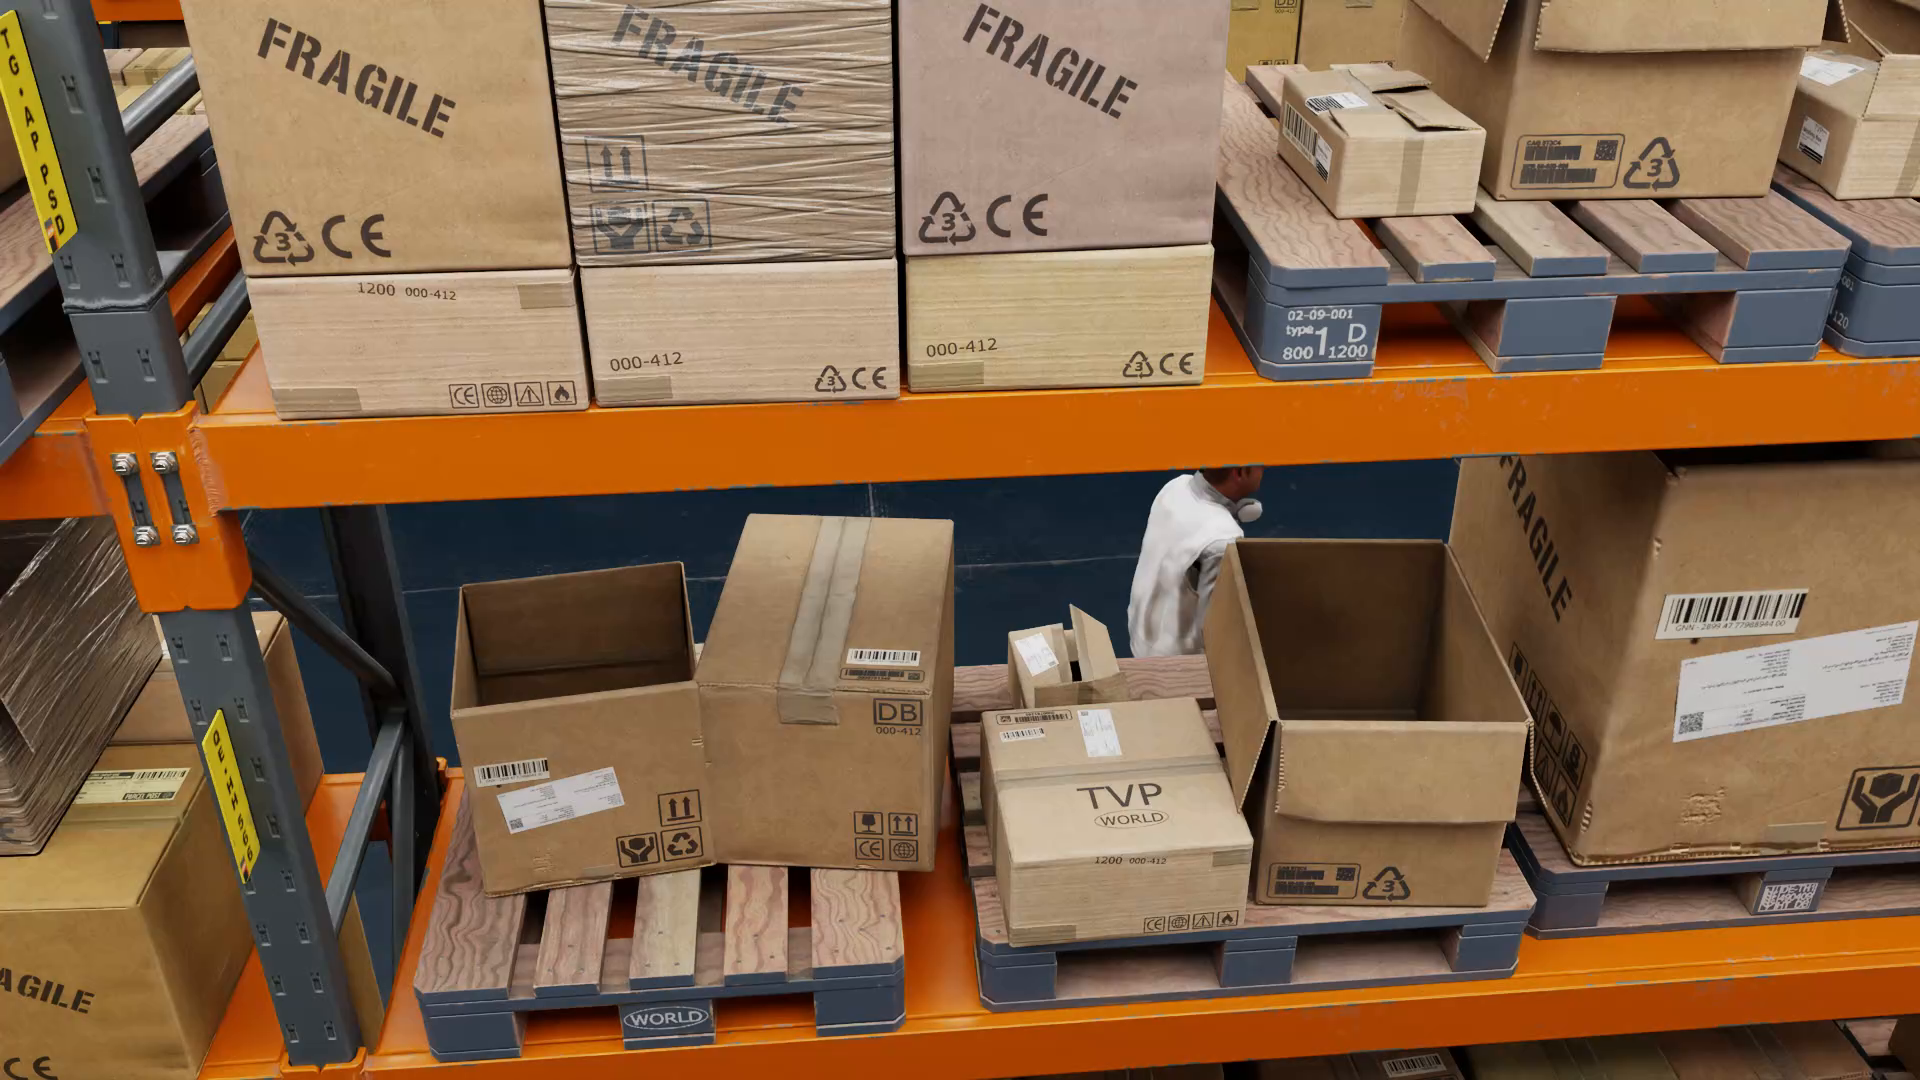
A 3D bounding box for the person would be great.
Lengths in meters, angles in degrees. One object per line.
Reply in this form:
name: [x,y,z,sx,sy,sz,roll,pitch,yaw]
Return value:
person: [0.788,0.379,5.475,0.465,1.770,0.592,-5,31,-8]
